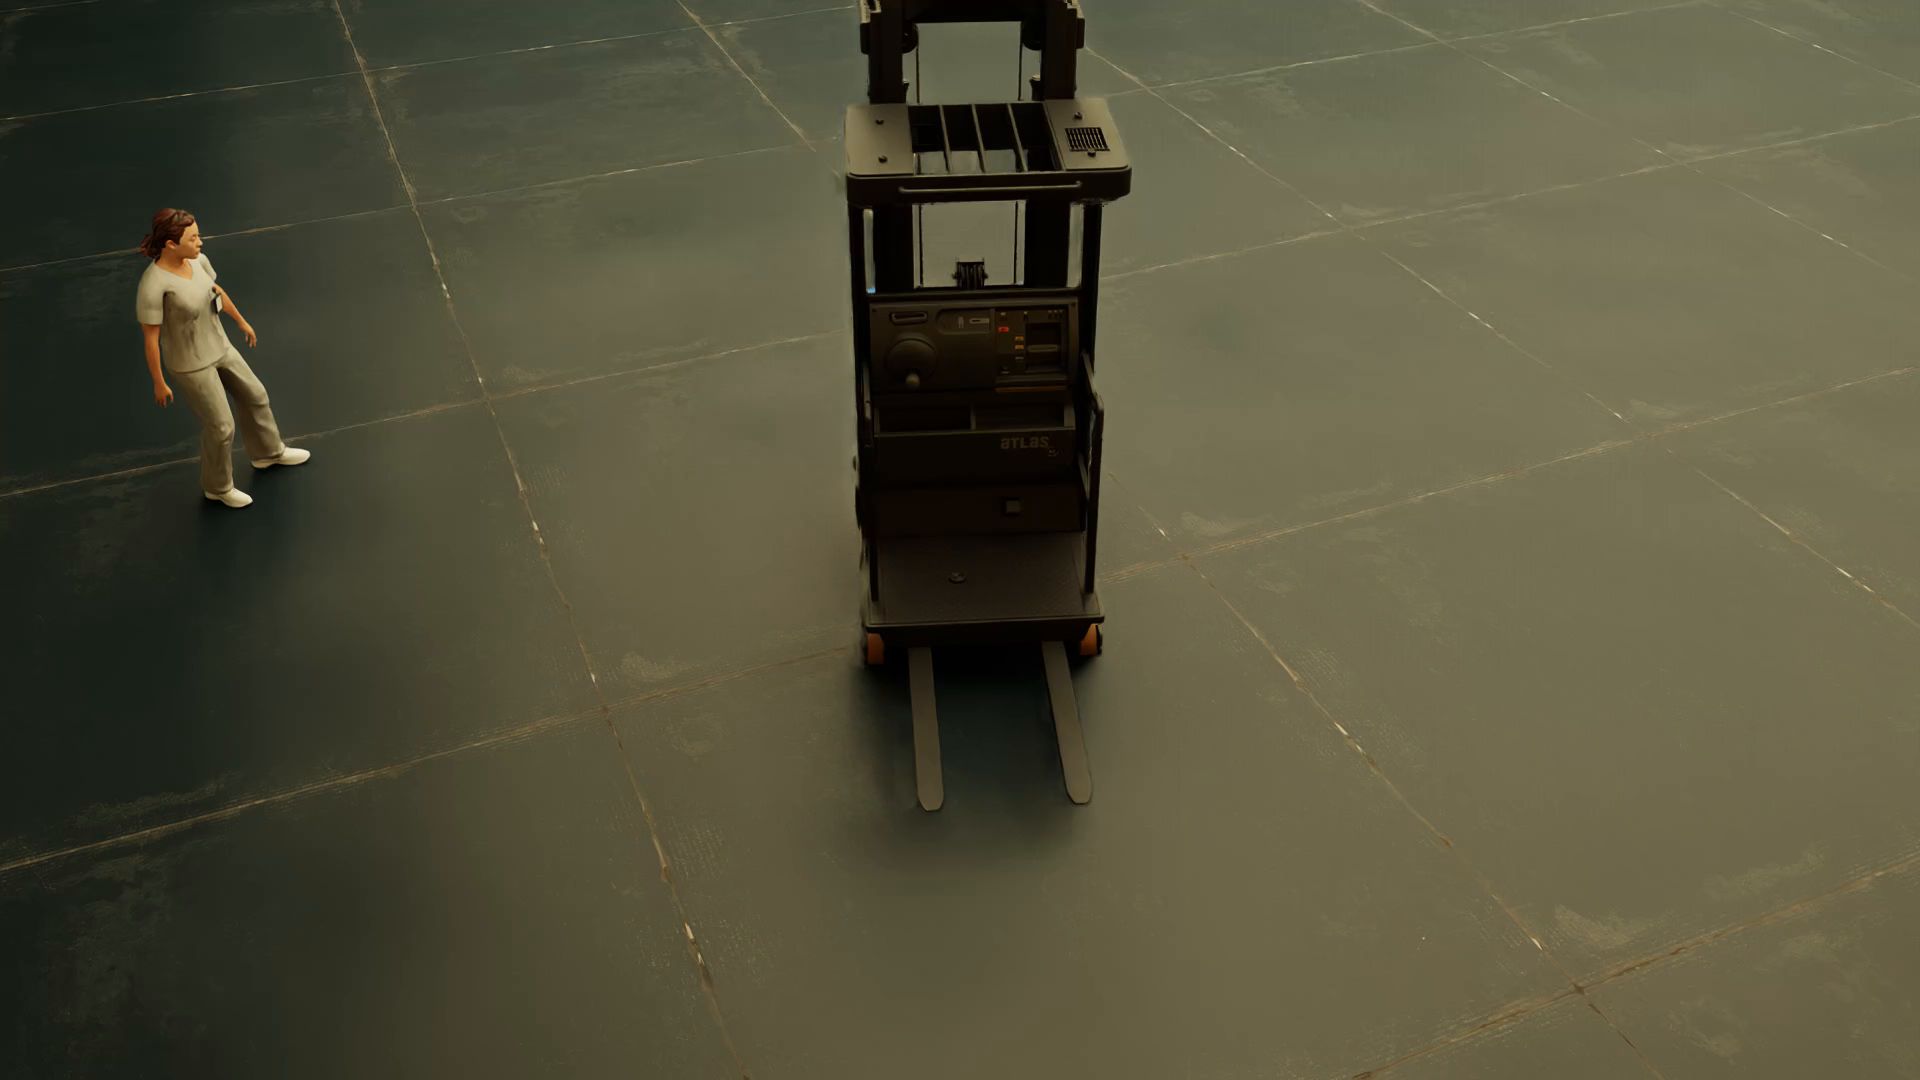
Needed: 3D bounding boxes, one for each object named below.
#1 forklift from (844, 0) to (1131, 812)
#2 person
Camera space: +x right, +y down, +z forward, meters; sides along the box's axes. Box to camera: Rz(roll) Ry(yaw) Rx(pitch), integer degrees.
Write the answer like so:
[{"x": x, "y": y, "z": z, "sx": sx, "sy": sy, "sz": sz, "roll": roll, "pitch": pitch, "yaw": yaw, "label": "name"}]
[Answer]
[{"x": 0.082, "y": -0.808, "z": 7.235, "sx": 1.130, "sy": 2.935, "sz": 3.031, "roll": -2, "pitch": 35, "yaw": -3, "label": "forklift"}, {"x": -3.864, "y": -0.950, "z": 8.545, "sx": 0.369, "sy": 1.649, "sz": 0.726, "roll": 8, "pitch": 36, "yaw": 10, "label": "person"}]
